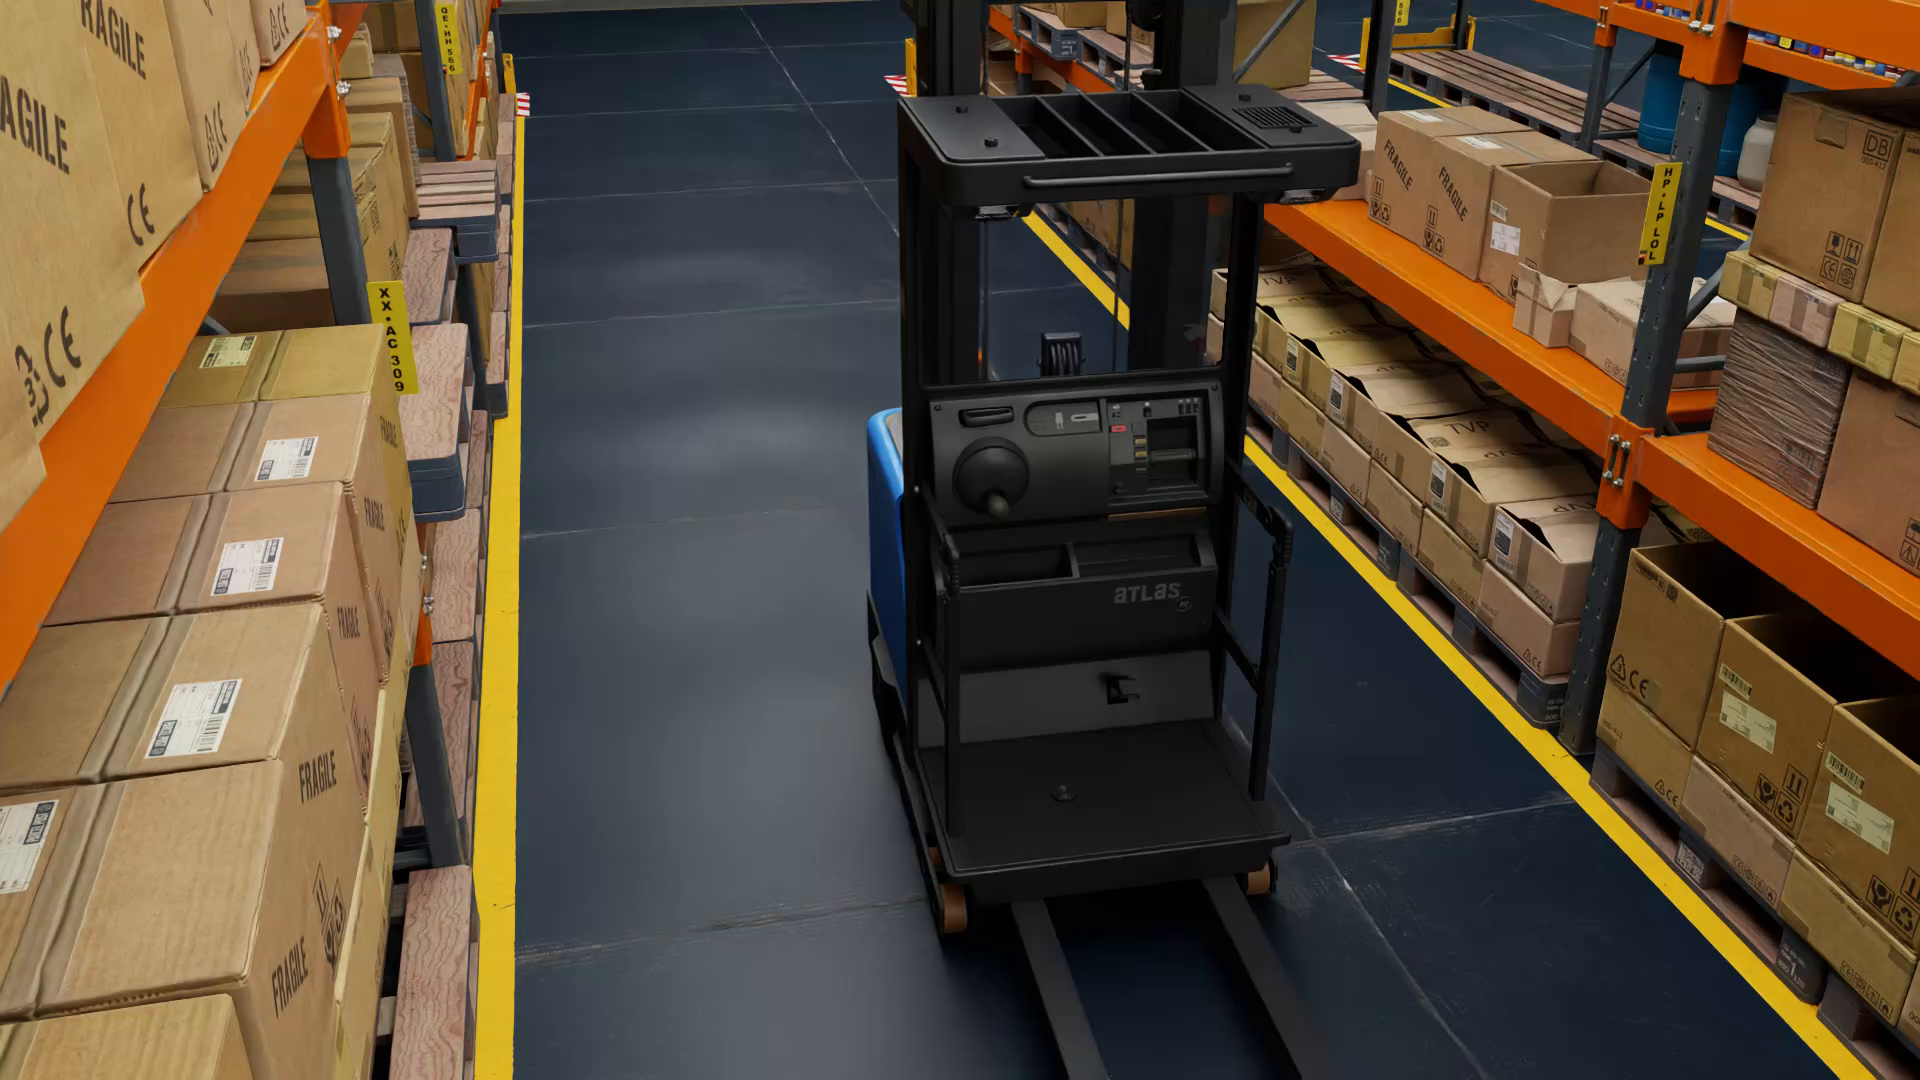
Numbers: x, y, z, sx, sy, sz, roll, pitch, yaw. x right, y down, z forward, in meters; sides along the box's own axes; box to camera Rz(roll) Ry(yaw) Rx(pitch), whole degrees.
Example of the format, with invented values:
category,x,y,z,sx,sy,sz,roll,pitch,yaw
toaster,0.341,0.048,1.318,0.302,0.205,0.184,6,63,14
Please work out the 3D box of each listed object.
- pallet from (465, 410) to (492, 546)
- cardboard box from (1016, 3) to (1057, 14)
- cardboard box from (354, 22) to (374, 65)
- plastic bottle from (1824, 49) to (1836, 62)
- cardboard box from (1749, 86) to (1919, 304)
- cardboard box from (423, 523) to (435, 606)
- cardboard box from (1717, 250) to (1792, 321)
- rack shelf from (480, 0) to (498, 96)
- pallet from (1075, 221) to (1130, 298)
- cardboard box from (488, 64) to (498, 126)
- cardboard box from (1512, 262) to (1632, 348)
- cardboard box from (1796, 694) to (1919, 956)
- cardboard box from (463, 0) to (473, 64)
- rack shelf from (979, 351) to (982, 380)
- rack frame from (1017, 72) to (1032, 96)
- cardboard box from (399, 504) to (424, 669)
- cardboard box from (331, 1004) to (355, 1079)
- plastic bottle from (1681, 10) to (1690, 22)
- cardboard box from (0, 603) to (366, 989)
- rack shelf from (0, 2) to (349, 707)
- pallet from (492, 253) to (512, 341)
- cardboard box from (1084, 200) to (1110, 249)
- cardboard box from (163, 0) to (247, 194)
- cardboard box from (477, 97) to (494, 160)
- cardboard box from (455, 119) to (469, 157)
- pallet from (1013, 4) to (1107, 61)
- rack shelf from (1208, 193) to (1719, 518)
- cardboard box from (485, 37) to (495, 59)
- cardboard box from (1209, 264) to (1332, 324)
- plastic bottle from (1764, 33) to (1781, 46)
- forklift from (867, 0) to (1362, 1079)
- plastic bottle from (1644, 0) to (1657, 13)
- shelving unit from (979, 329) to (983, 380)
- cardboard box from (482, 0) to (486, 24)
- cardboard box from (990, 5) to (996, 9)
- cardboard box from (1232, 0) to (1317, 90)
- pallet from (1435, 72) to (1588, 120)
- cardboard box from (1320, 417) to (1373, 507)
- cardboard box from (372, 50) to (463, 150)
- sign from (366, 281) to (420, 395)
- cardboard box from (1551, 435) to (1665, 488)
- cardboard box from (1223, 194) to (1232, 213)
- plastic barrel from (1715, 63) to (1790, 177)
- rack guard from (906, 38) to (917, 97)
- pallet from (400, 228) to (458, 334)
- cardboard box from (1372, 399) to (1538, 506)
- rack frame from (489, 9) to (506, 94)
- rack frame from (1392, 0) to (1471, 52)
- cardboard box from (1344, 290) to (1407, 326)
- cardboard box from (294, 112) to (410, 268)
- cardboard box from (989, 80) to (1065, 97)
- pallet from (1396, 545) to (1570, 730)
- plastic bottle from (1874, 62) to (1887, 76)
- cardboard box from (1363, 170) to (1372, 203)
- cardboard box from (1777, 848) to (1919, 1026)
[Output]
category,x,y,z,sx,sy,sz,roll,pitch,yaw
pallet,-2.807,-0.272,8.055,1.003,0.211,1.213,-6,27,-12
cardboard box,0.831,-4.122,12.011,0.700,0.500,0.500,-16,31,-29
cardboard box,-2.875,-2.242,7.545,0.380,0.149,0.250,-10,28,-18
plastic bottle,5.950,-3.365,11.308,0.097,0.201,0.097,0,27,0
cardboard box,2.851,-1.039,4.928,0.700,0.500,0.500,-6,27,-11
cardboard box,-2.504,0.044,6.620,0.700,0.500,0.500,-6,27,-11
cardboard box,2.617,-0.806,5.186,0.380,0.149,0.250,-6,27,-12
rack shelf,-4.334,-4.173,13.487,1.077,0.370,4.000,-6,27,-12
pallet,1.441,-1.986,11.451,1.003,0.211,1.213,-6,27,-12
cardboard box,-4.303,-3.706,14.072,0.700,0.500,0.500,-7,28,-13
cardboard box,2.368,-0.916,6.386,0.396,0.266,0.258,-7,28,-13
cardboard box,2.770,0.771,4.647,0.500,0.500,0.500,-6,27,-12
cardboard box,-3.304,-3.181,10.261,0.500,0.500,0.500,-6,27,-12
rack shelf,-0.012,-0.736,7.437,0.215,0.259,0.240,-6,27,-12
rack frame,0.942,-4.121,12.586,1.000,3.000,0.127,-6,27,-12
cardboard box,-1.678,0.131,4.306,0.500,0.250,0.500,-6,27,-11
cardboard box,-1.220,1.013,2.559,0.500,0.250,0.500,-6,27,-12
plastic bottle,5.584,-4.109,12.704,0.097,0.271,0.097,0,27,0
cardboard box,-1.334,0.464,2.814,0.500,0.500,0.500,-5,27,-10
rack shelf,-1.630,-0.244,2.374,1.077,0.370,4.000,-6,27,-12
pallet,-3.358,-1.504,10.495,1.003,0.211,1.213,-6,27,-12
cardboard box,1.163,-2.289,11.242,0.500,0.500,0.500,-7,28,-14
cardboard box,-1.463,-0.838,2.618,0.500,0.500,0.500,-7,28,-14
cardboard box,-3.610,-2.572,11.436,0.750,0.750,0.750,-6,27,-11
cardboard box,-2.856,-2.162,8.961,0.380,0.149,0.250,-5,27,-10
pallet,1.016,-3.673,11.912,1.003,0.211,1.213,-6,27,-12
rack shelf,2.294,-1.166,7.529,1.077,0.370,4.000,-6,27,-12
cardboard box,-4.265,-4.286,14.501,0.380,0.149,0.250,-5,27,-10
cardboard box,1.675,-1.316,8.991,0.500,0.311,0.500,-5,27,-10
plastic bottle,5.839,-3.694,11.795,0.144,0.351,0.185,-6,27,-12
forklift,0.411,-0.240,4.974,1.130,2.935,3.031,-5,27,-10
plastic bottle,5.466,-4.307,13.084,0.061,0.283,0.133,-6,27,-12
shelving unit,-0.012,-0.492,7.560,0.215,1.050,0.252,-6,27,-12
cardboard box,-4.149,-4.311,12.629,0.980,0.700,0.700,-7,28,-13
cardboard box,0.462,-4.585,13.394,0.500,0.500,0.500,-5,27,-10
cardboard box,1.592,-2.862,9.514,0.700,0.500,0.500,-16,31,-29
pallet,5.287,-4.233,15.902,1.003,0.211,1.213,-6,27,-12
cardboard box,2.028,-0.392,7.783,0.500,0.250,0.500,-5,27,-11
cardboard box,-2.842,-2.286,8.487,0.500,0.500,0.500,-5,27,-10
sign,-1.554,-0.549,4.548,0.100,0.325,0.005,-6,27,-12
cardboard box,2.787,-0.246,6.872,0.500,0.311,0.500,-6,27,-12
cardboard box,1.387,-2.191,10.216,0.500,0.250,0.500,-5,27,-10
plastic barrel,6.034,-3.322,12.865,0.600,0.901,0.708,-6,27,-12
rack guard,0.058,-4.728,16.562,1.175,0.500,0.348,-6,27,-12
pallet,-2.496,-0.910,6.436,1.003,0.211,1.213,-6,27,-12
cardboard box,2.141,-0.415,7.206,0.500,0.311,0.500,-6,27,-12
rack frame,-4.785,-5.372,15.065,1.000,3.000,0.127,-6,27,-12
rack frame,4.867,-6.378,17.058,1.000,3.000,0.127,-6,27,-12
cardboard box,2.325,-1.143,8.648,0.500,0.311,0.500,-6,27,-12
cardboard box,-2.564,-1.351,6.499,0.700,0.500,0.500,-6,27,-12
cardboard box,0.537,-3.423,13.488,0.500,0.500,0.500,-6,27,-12
pallet,2.541,0.316,6.889,1.003,0.211,1.213,-6,27,-12
plastic bottle,6.059,-3.182,10.869,0.097,0.271,0.097,0,27,0
cardboard box,2.186,-1.699,8.065,0.380,0.149,0.250,-4,27,-8
cardboard box,2.769,1.106,4.816,0.500,0.250,0.500,-6,27,-12
